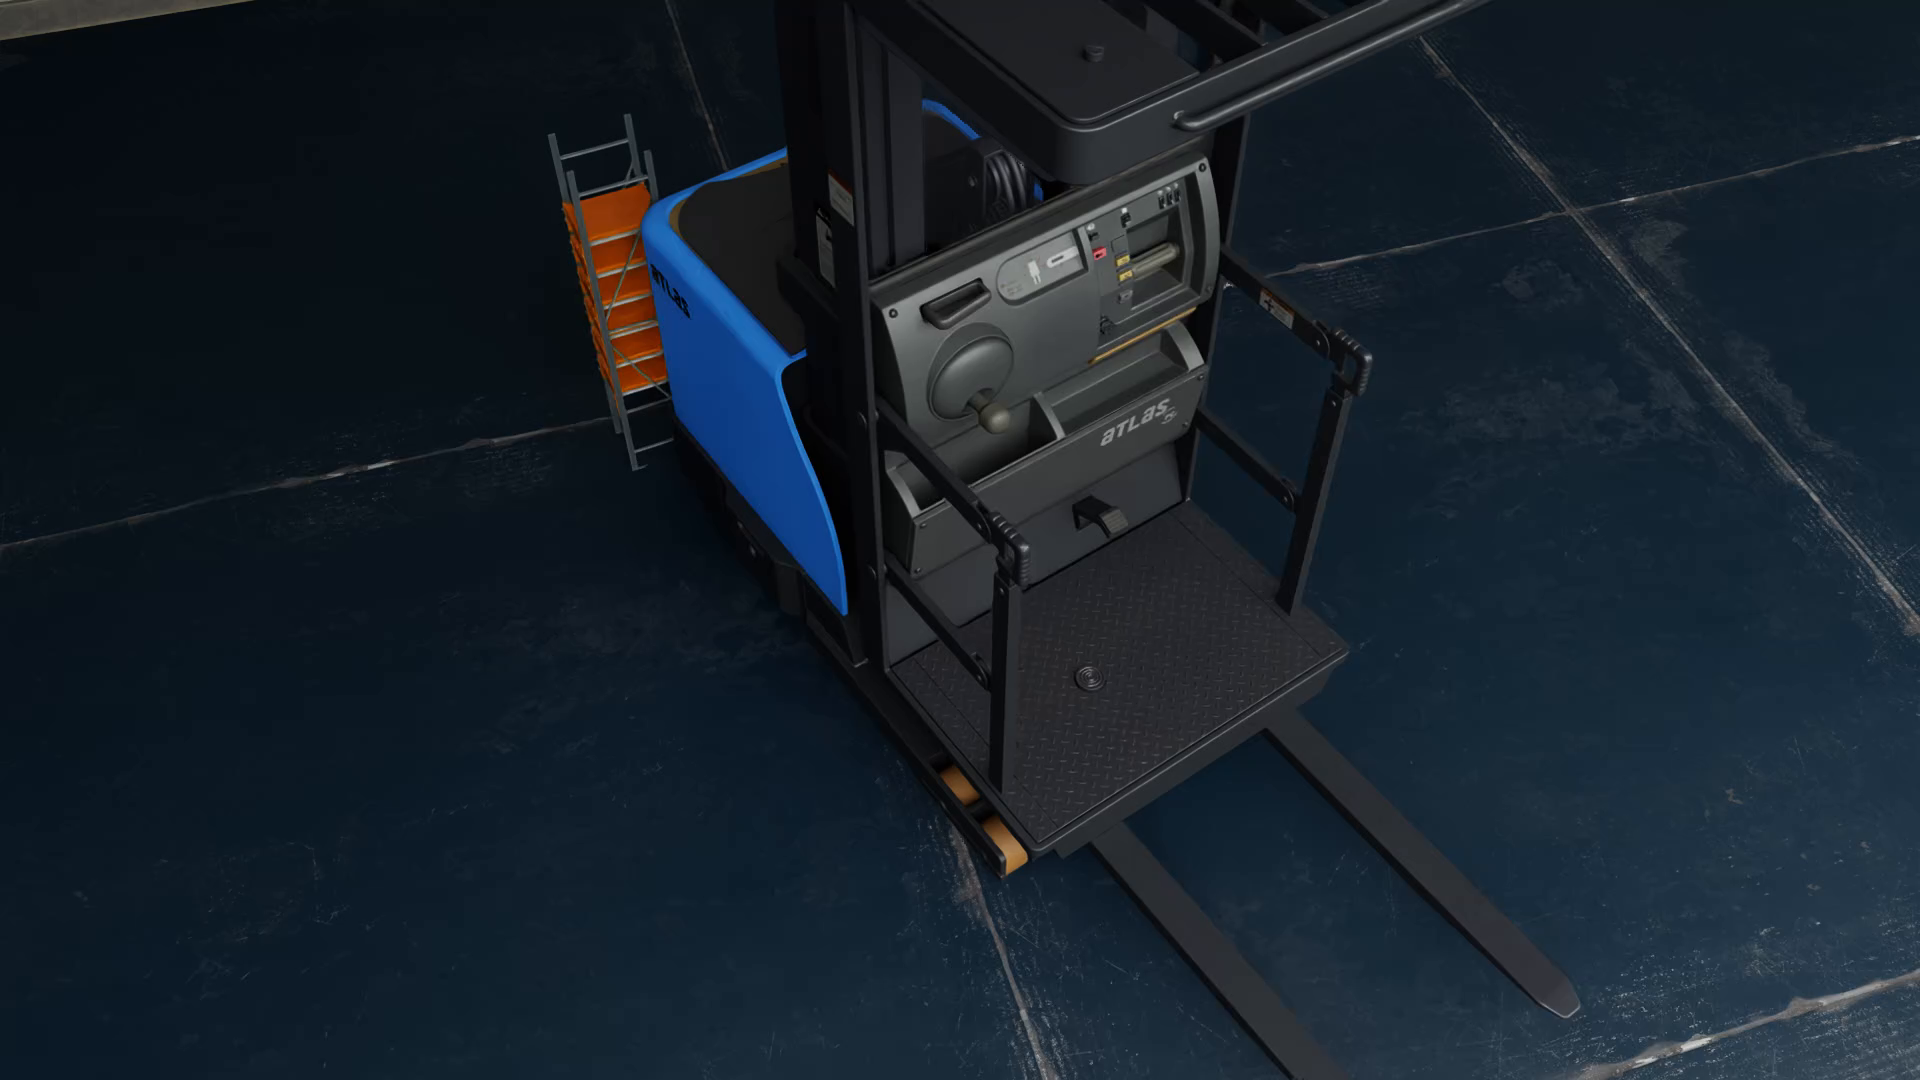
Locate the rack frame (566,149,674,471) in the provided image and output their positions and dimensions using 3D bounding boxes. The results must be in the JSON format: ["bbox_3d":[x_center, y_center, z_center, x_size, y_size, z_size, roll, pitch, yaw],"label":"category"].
[{"bbox_3d":[-0.963,-0.652,5.015,0.240,1.200,0.006,-19,53,-16],"label":"rack frame"}]

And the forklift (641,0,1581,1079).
[{"bbox_3d":[0.353,-0.473,3.731,1.130,2.935,3.031,-28,55,-22],"label":"forklift"}]

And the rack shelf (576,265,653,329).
[{"bbox_3d":[-1.001,-0.764,5.010,0.258,0.103,0.180,-19,53,-16],"label":"rack shelf"}]

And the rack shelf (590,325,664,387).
[{"bbox_3d":[-1.001,-0.609,5.194,0.258,0.103,0.180,-19,53,-16],"label":"rack shelf"}]

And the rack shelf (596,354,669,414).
[{"bbox_3d":[-1.001,-0.532,5.286,0.258,0.103,0.180,-19,53,-16],"label":"rack shelf"}]

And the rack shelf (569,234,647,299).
[{"bbox_3d":[-1.001,-0.841,4.919,0.258,0.103,0.180,-19,53,-16],"label":"rack shelf"}]

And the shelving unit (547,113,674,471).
[{"bbox_3d":[-1.001,-0.715,5.068,0.258,1.200,0.189,-19,53,-16],"label":"shelving unit"}]

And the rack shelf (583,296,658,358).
[{"bbox_3d":[-1.001,-0.686,5.102,0.258,0.103,0.180,-19,53,-16],"label":"rack shelf"}]

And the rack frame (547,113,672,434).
[{"bbox_3d":[-1.040,-0.779,5.122,0.240,1.200,0.006,-19,53,-16],"label":"rack frame"}]

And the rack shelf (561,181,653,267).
[{"bbox_3d":[-1.001,-0.919,4.827,0.258,0.103,0.180,-19,53,-16],"label":"rack shelf"}]
